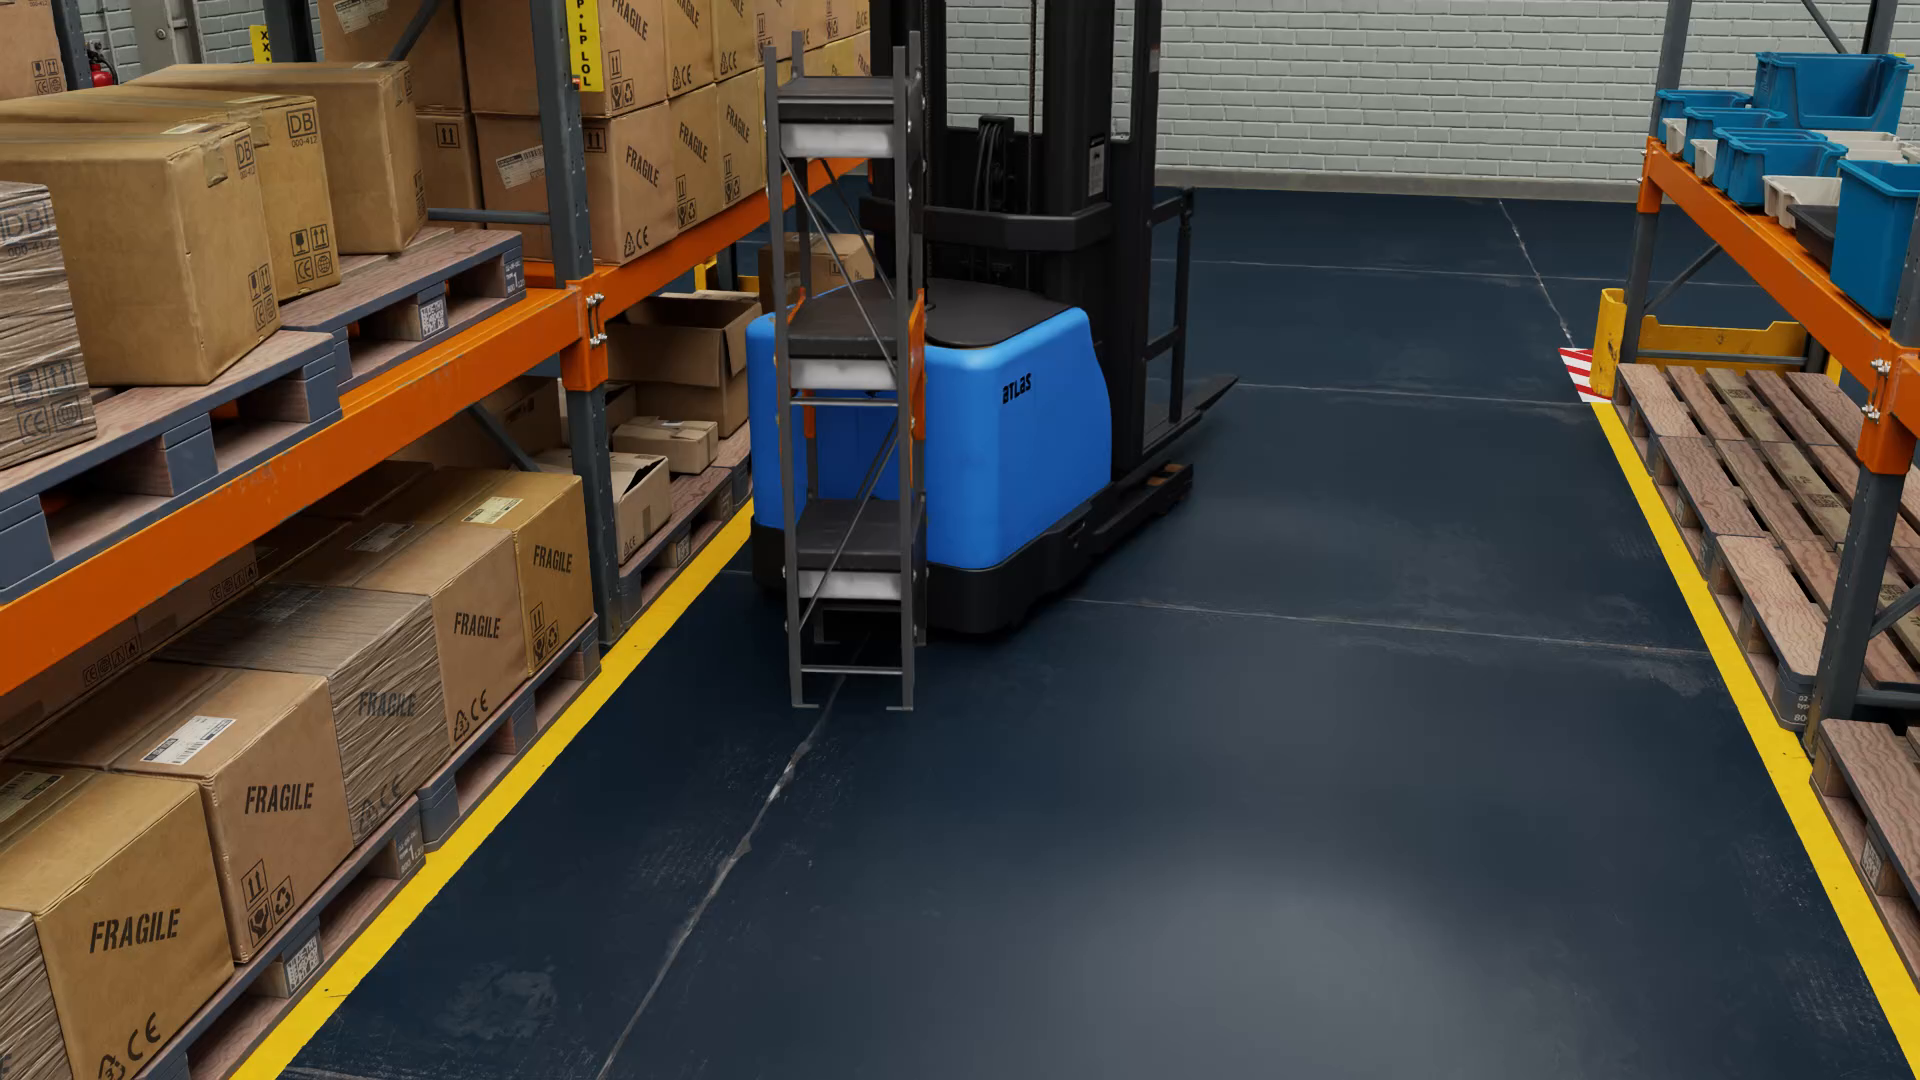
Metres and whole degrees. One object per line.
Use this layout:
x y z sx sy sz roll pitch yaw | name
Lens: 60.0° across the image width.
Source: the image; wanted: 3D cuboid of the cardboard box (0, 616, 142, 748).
-2.356 0.248 3.976 0.500 0.250 0.500 4 22 10 | cardboard box

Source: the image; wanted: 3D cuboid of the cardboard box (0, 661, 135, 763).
-2.361 0.610 4.081 0.500 0.500 0.500 4 22 9 | cardboard box

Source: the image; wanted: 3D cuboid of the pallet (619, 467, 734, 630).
-1.572 -0.024 6.632 1.003 0.211 1.213 4 22 11 | pallet

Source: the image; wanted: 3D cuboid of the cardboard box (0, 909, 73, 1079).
-2.055 1.015 3.076 0.500 0.500 0.500 4 22 9 | cardboard box

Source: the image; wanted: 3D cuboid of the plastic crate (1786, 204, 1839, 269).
3.101 -1.018 5.654 0.437 0.125 0.590 4 22 11 | plastic crate

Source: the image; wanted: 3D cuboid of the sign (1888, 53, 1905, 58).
4.494 -2.191 8.059 0.100 0.325 0.005 4 22 11 | sign

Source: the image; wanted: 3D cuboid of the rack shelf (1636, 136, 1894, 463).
3.544 -1.086 6.497 1.077 0.370 4.000 4 22 11 | rack shelf

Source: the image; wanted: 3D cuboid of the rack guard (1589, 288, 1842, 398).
3.944 -1.001 8.670 1.175 0.500 0.348 4 22 11 | rack guard

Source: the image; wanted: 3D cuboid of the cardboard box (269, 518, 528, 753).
-1.642 0.271 4.923 0.500 0.500 0.500 5 22 11 | cardboard box

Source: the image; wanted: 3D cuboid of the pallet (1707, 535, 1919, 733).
3.248 0.334 5.743 1.003 0.211 1.213 4 22 11 | pallet

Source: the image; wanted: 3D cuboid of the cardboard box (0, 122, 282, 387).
-2.013 -0.657 3.775 0.700 0.500 0.500 -1 22 -3 | cardboard box

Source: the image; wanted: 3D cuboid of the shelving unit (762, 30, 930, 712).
-0.337 -0.508 5.303 0.431 2.100 0.503 1 22 4 | shelving unit

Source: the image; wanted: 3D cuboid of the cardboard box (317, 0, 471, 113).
-1.863 -1.782 5.790 0.500 0.500 0.500 5 22 11 | cardboard box

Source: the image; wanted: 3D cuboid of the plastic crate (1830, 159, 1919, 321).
2.897 -0.905 5.027 0.392 0.384 0.575 4 22 11 | plastic crate

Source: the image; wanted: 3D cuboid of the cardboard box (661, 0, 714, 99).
-1.236 -1.917 6.125 0.500 0.500 0.500 4 22 9 | cardboard box

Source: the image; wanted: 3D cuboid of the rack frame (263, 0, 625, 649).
-1.713 -1.067 5.488 1.000 3.000 0.127 4 22 11 | rack frame

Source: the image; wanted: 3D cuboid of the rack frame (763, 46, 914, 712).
-0.354 -0.417 5.077 0.400 2.100 0.015 1 22 4 | rack frame

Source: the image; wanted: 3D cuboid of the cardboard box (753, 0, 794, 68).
-1.026 -2.294 7.061 0.500 0.500 0.500 5 23 13 | cardboard box

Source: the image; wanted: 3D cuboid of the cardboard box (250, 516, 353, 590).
-2.148 0.243 4.993 0.500 0.500 0.500 5 22 12 | cardboard box

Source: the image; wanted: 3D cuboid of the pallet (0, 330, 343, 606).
-2.137 -0.227 3.658 1.003 0.211 1.213 4 22 11 | pallet

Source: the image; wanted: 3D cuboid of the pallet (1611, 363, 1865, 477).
3.746 -0.559 7.958 1.003 0.211 1.213 4 22 11 | pallet

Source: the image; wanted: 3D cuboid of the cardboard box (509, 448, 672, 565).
-1.415 -0.161 6.248 0.500 0.311 0.500 4 22 11 | cardboard box

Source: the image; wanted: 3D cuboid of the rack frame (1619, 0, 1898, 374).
3.952 -2.151 8.179 1.000 3.000 0.127 4 22 11 | rack frame

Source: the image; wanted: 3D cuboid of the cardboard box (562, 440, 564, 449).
-1.856 -0.320 6.861 0.380 0.149 0.250 4 22 11 | cardboard box

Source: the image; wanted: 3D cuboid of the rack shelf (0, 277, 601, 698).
-2.121 -0.002 3.806 1.077 0.370 4.000 4 22 11 | rack shelf

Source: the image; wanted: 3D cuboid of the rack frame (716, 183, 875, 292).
-0.897 -2.530 9.120 1.000 3.000 0.127 4 22 11 | rack frame

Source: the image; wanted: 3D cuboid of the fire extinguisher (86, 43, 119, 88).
-5.264 -2.717 10.188 0.296 0.674 0.183 4 22 11 | fire extinguisher

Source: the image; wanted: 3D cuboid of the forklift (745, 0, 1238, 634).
0.367 -1.539 6.751 1.130 2.935 3.031 12 25 27 | forklift

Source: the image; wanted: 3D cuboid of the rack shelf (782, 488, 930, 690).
-0.337 0.154 5.569 0.431 0.518 0.480 1 22 4 | rack shelf

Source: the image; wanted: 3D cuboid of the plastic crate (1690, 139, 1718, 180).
3.294 -1.632 7.164 0.250 0.136 0.298 4 22 11 | plastic crate

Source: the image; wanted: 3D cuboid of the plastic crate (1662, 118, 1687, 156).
3.433 -1.880 7.780 0.250 0.136 0.298 4 22 11 | plastic crate

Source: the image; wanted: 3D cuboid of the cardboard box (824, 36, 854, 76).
-0.824 -2.202 8.171 0.500 0.500 0.500 5 22 11 | cardboard box

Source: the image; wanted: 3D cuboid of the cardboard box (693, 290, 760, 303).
-1.318 -1.285 9.255 0.380 0.149 0.250 4 22 11 | cardboard box

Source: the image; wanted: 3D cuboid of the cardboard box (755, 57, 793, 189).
-1.034 -1.835 7.262 0.500 0.500 0.500 4 22 10 | cardboard box

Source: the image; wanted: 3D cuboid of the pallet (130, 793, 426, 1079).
-2.088 0.974 4.152 1.003 0.211 1.213 4 22 11 | pallet

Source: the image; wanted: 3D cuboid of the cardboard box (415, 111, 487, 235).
-1.862 -1.316 5.971 0.500 0.500 0.500 5 22 12 | cardboard box

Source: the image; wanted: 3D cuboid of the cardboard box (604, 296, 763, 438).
-1.334 -0.801 7.579 0.797 0.503 0.637 4 22 11 | cardboard box

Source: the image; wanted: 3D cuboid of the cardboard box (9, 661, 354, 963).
-1.846 0.640 4.005 0.500 0.500 0.500 4 22 9 | cardboard box

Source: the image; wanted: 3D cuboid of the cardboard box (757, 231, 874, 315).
-0.766 -1.357 8.964 0.500 0.500 0.500 4 22 11 | cardboard box

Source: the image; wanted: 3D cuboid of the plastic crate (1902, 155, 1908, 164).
3.784 -1.330 6.286 0.416 0.233 0.300 4 22 11 | plastic crate

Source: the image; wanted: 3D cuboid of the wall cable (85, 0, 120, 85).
-6.412 -3.918 11.206 0.084 1.984 1.851 4 22 11 | wall cable

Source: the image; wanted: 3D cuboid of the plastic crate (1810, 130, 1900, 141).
3.963 -1.744 7.442 0.396 0.136 0.243 4 22 11 | plastic crate

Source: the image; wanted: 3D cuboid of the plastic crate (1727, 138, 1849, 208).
3.249 -1.445 6.569 0.416 0.233 0.300 4 22 11 | plastic crate

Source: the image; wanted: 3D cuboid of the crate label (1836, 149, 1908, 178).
3.856 -1.536 6.924 0.396 0.136 0.243 4 22 11 | crate label

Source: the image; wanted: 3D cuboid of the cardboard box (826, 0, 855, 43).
-0.820 -2.671 7.999 0.500 0.500 0.500 5 22 12 | cardboard box

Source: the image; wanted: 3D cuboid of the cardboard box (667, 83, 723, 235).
-1.241 -1.466 6.346 0.500 0.500 0.500 5 22 12 | cardboard box

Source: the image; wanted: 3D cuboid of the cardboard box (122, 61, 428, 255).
-2.028 -1.152 5.003 0.700 0.500 0.500 -3 22 -7 | cardboard box
